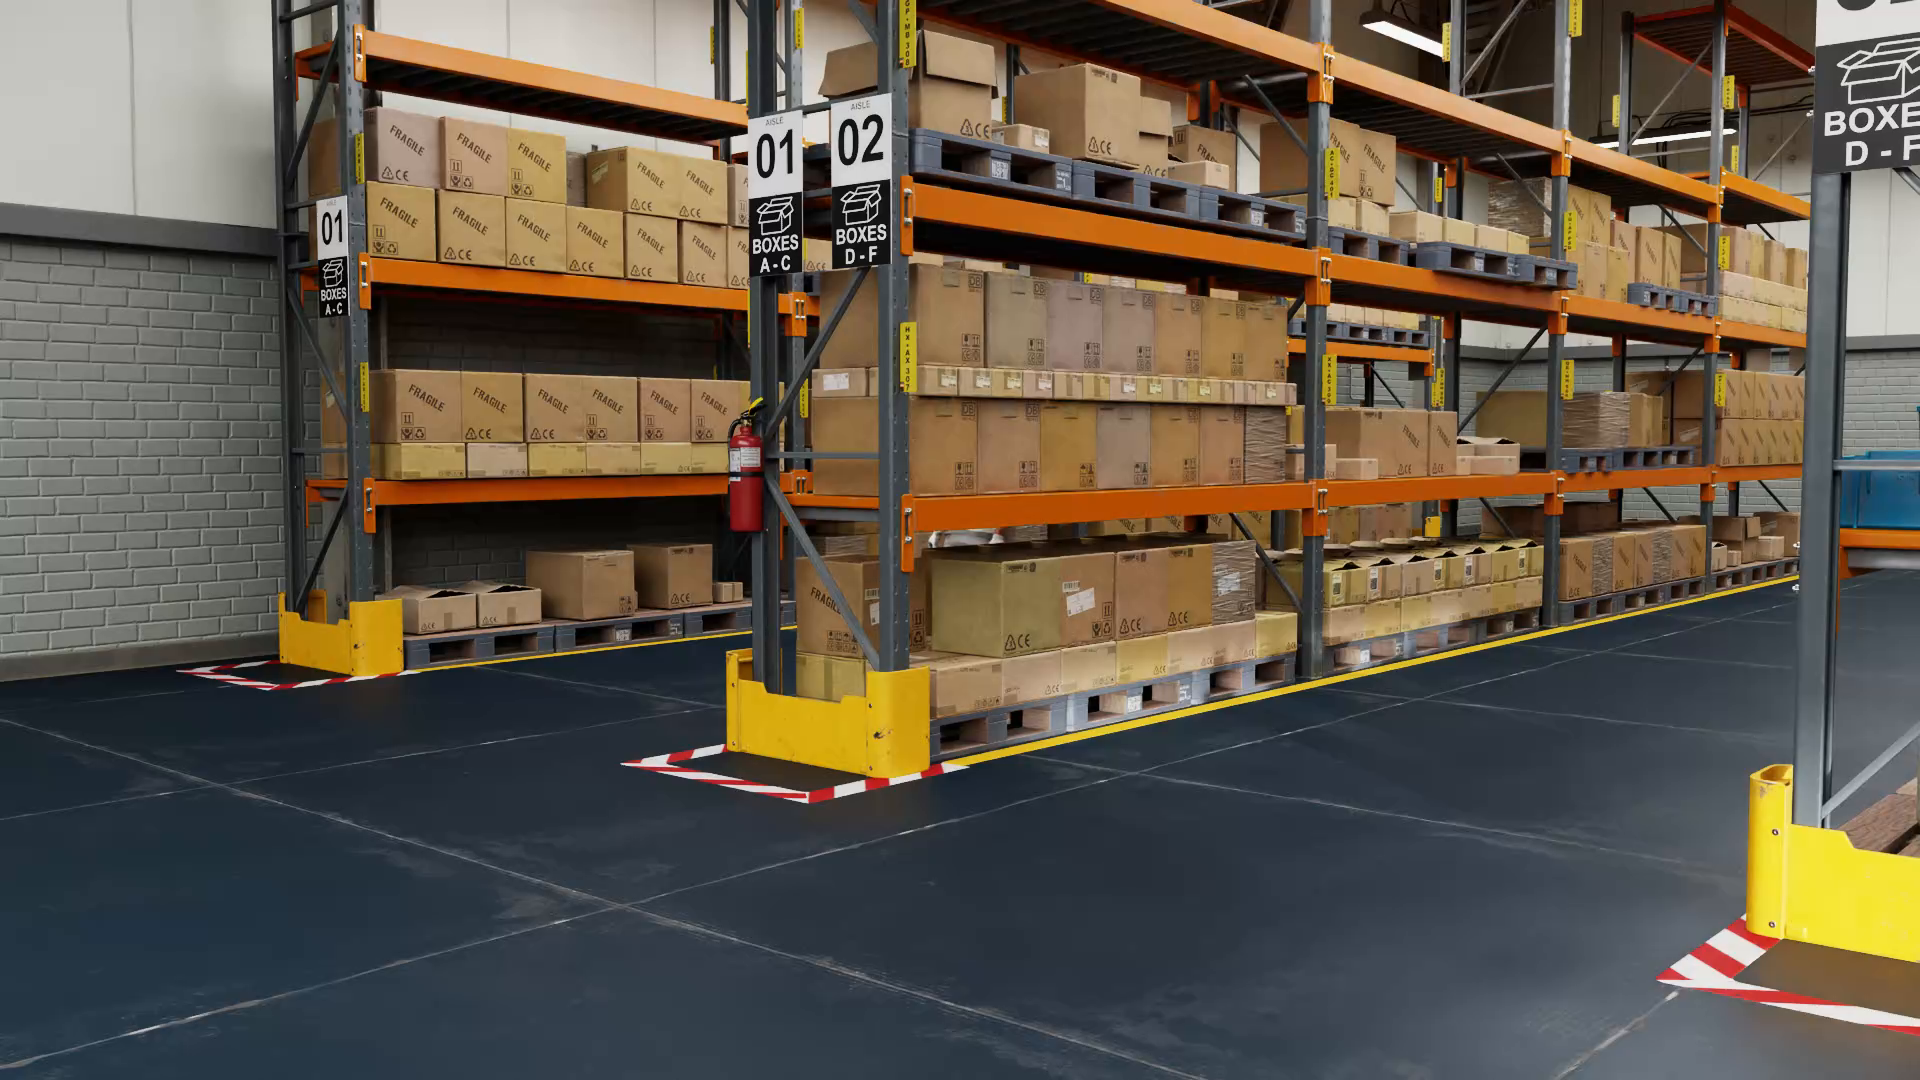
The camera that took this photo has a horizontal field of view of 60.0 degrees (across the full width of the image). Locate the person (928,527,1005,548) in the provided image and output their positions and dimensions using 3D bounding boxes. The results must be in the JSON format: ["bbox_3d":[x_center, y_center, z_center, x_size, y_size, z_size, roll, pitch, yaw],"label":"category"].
[{"bbox_3d":[0.054,0.008,11.411,0.623,1.780,0.446,3,4,39],"label":"person"}]
